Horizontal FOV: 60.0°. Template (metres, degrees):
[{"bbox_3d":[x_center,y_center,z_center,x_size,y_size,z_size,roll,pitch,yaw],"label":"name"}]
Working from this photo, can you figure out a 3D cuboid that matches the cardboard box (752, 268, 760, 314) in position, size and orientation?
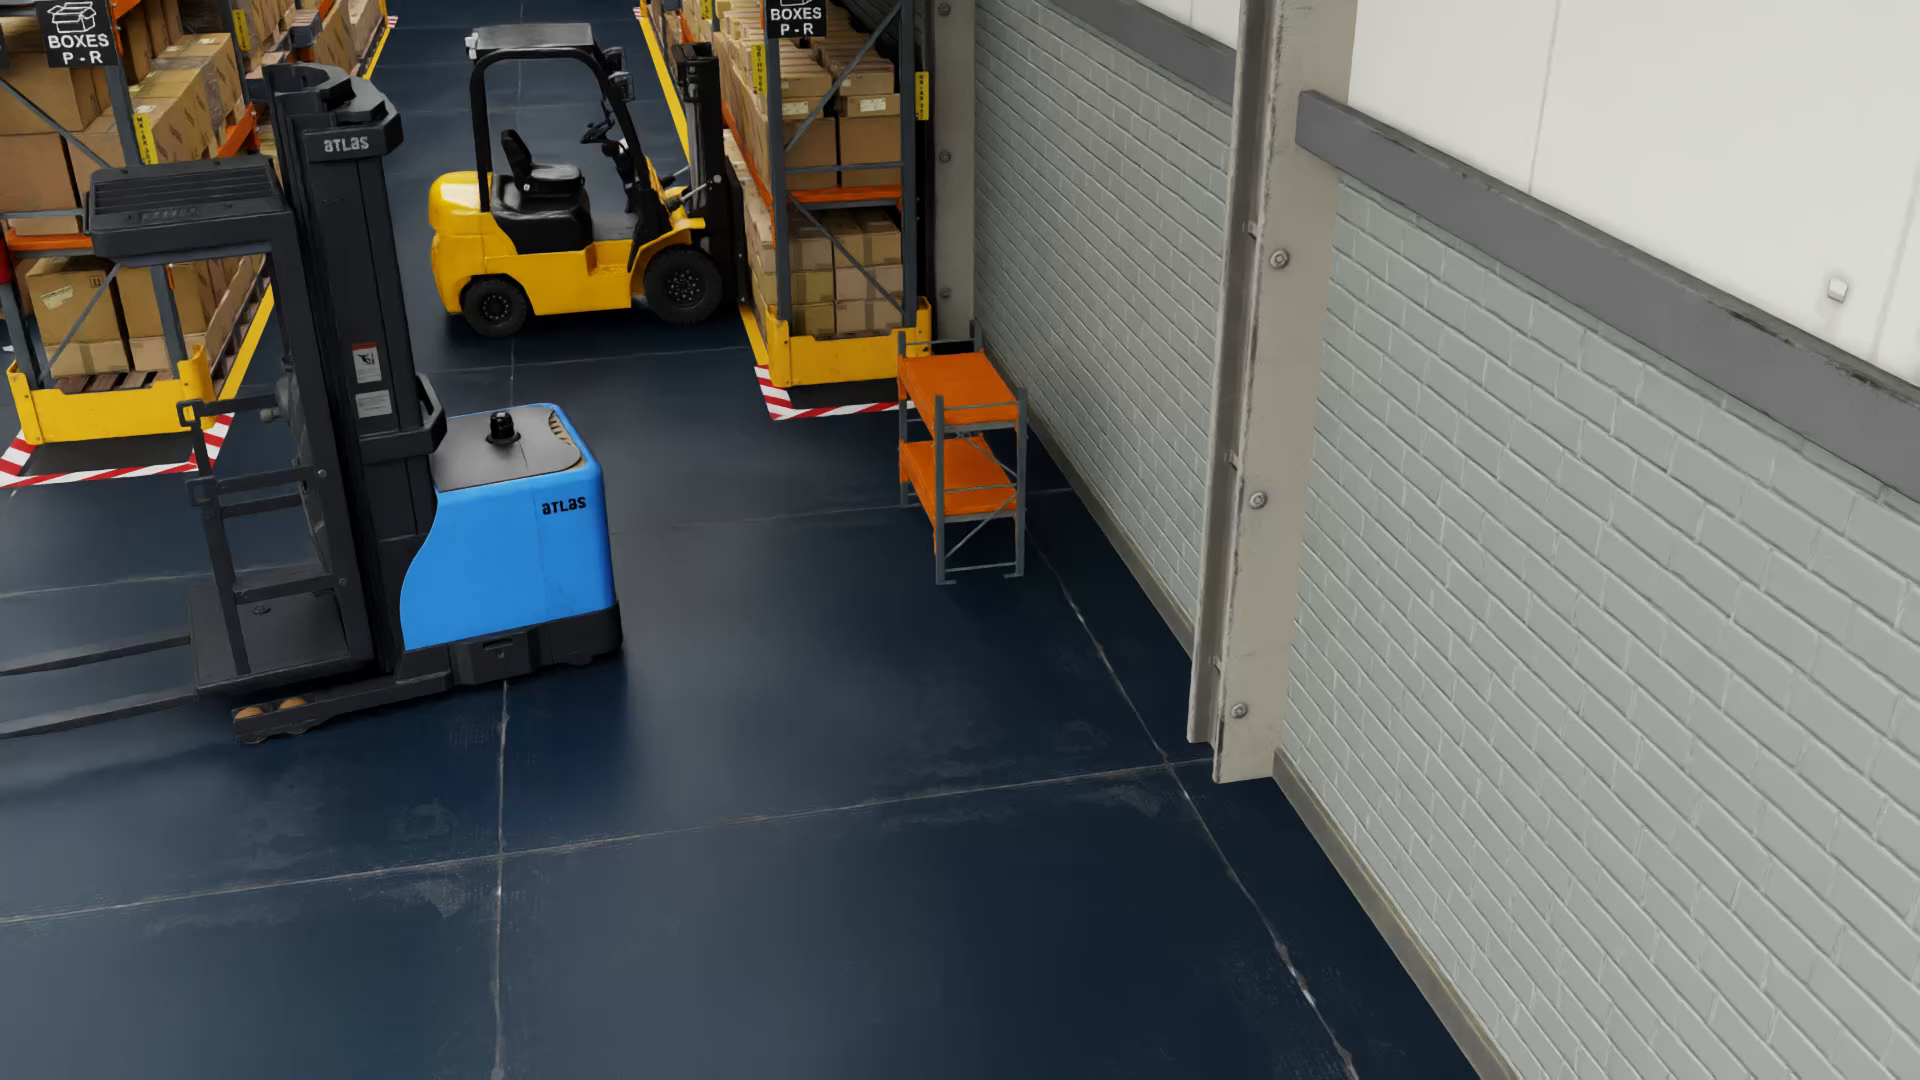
[{"bbox_3d":[-1.321,-1.924,12.819,0.500,0.250,0.500,-6,27,-12],"label":"cardboard box"}]

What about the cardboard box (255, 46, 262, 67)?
[{"bbox_3d":[-6.406,-4.282,14.717,0.380,0.149,0.250,-5,27,-11],"label":"cardboard box"}]

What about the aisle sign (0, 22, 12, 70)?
[{"bbox_3d":[-5.908,-3.169,9.814,0.394,0.787,0.004,-6,27,-12],"label":"aisle sign"}]

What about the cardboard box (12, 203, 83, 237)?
[{"bbox_3d":[-5.933,-2.095,10.851,0.380,0.149,0.250,-5,27,-10],"label":"cardboard box"}]

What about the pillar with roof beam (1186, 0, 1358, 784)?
[{"bbox_3d":[-2.926,-2.575,4.865,9.100,9.000,0.400,-6,27,-12],"label":"pillar with roof beam"}]

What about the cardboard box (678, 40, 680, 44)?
[{"bbox_3d":[-3.135,-5.768,20.157,0.500,0.500,0.500,-5,27,-9],"label":"cardboard box"}]

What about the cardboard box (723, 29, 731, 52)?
[{"bbox_3d":[-1.762,-4.153,13.819,0.380,0.149,0.250,-5,27,-10],"label":"cardboard box"}]

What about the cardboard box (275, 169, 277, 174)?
[{"bbox_3d":[-6.662,-3.065,14.945,0.950,0.372,0.625,-6,27,-11],"label":"cardboard box"}]

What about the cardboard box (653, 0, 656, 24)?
[{"bbox_3d":[-4.189,-7.767,24.117,0.500,0.500,0.500,-5,27,-11],"label":"cardboard box"}]

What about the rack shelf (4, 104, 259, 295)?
[{"bbox_3d":[-6.091,-2.622,12.414,1.077,0.370,4.000,-6,27,-12],"label":"rack shelf"}]

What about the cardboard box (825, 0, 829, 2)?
[{"bbox_3d":[-1.324,-4.570,14.314,0.380,0.149,0.250,-7,28,-13],"label":"cardboard box"}]

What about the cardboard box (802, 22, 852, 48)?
[{"bbox_3d":[-1.056,-4.004,13.194,0.380,0.149,0.250,-5,27,-10],"label":"cardboard box"}]

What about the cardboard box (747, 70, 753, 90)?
[{"bbox_3d":[-1.392,-3.480,12.486,0.380,0.149,0.250,-7,28,-13],"label":"cardboard box"}]

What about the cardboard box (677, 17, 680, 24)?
[{"bbox_3d":[-3.332,-6.448,20.785,0.380,0.149,0.250,-5,27,-10],"label":"cardboard box"}]

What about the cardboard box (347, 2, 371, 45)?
[{"bbox_3d":[-8.584,-7.056,22.778,0.875,0.438,0.875,-7,28,-13],"label":"cardboard box"}]

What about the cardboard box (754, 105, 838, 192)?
[{"bbox_3d":[-1.171,-2.805,11.867,0.500,0.500,0.500,-7,28,-13],"label":"cardboard box"}]

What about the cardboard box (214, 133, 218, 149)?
[{"bbox_3d":[-5.911,-3.038,12.718,0.380,0.149,0.250,-6,27,-13],"label":"cardboard box"}]

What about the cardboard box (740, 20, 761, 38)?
[{"bbox_3d":[-1.556,-4.066,13.316,0.380,0.149,0.250,-6,27,-12],"label":"cardboard box"}]

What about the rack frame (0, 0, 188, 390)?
[{"bbox_3d":[-5.640,-2.065,10.512,1.000,3.000,0.127,-6,27,-12],"label":"rack frame"}]

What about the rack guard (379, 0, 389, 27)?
[{"bbox_3d":[-9.251,-7.984,25.013,1.175,0.500,0.348,-6,27,-12],"label":"rack guard"}]

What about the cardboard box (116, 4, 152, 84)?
[{"bbox_3d":[-6.267,-3.560,11.924,0.700,0.500,0.500,-6,27,-12],"label":"cardboard box"}]

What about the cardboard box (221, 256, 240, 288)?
[{"bbox_3d":[-5.785,-2.202,12.538,0.500,0.500,0.500,-5,27,-11],"label":"cardboard box"}]

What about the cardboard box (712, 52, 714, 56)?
[{"bbox_3d":[-2.075,-4.454,15.413,0.500,0.250,0.500,-5,27,-10],"label":"cardboard box"}]

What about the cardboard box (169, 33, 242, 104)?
[{"bbox_3d":[-6.199,-3.829,13.565,0.500,0.500,0.500,-7,28,-13],"label":"cardboard box"}]

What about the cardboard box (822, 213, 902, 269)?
[{"bbox_3d":[-0.729,-2.207,12.270,0.500,0.250,0.500,-6,27,-12],"label":"cardboard box"}]

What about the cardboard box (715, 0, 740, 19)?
[{"bbox_3d":[-1.923,-4.624,14.421,0.380,0.149,0.250,-5,27,-11],"label":"cardboard box"}]

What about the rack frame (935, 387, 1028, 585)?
[{"bbox_3d":[0.113,-0.282,9.060,0.500,1.125,0.032,-6,27,-12],"label":"rack frame"}]

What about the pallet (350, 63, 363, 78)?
[{"bbox_3d":[-8.097,-5.757,20.922,1.003,0.211,1.213,-6,27,-12],"label":"pallet"}]

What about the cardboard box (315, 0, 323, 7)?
[{"bbox_3d":[-7.553,-6.205,18.881,0.500,0.250,0.500,-5,27,-10],"label":"cardboard box"}]

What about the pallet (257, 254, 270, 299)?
[{"bbox_3d":[-6.356,-2.285,14.043,1.003,0.211,1.213,-6,27,-12],"label":"pallet"}]

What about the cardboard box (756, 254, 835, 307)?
[{"bbox_3d":[-1.219,-1.936,12.287,0.500,0.250,0.500,-6,27,-12],"label":"cardboard box"}]

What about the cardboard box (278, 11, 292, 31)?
[{"bbox_3d":[-6.784,-5.085,16.309,0.380,0.149,0.250,-5,27,-11],"label":"cardboard box"}]

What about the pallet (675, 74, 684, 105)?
[{"bbox_3d":[-3.010,-5.704,20.817,1.003,0.211,1.213,-6,27,-12],"label":"pallet"}]

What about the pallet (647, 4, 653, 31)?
[{"bbox_3d":[-4.213,-7.966,25.299,1.003,0.211,1.213,-6,27,-12],"label":"pallet"}]

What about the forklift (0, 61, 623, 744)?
[{"bbox_3d":[-3.293,-0.620,7.725,3.031,2.935,1.130,-12,29,-22],"label":"forklift"}]

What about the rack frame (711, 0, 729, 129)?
[{"bbox_3d":[-1.706,-4.327,14.993,1.000,3.000,0.127,-6,27,-12],"label":"rack frame"}]

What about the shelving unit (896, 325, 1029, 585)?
[{"bbox_3d":[-0.002,-0.505,9.502,0.538,1.125,1.048,-6,27,-12],"label":"shelving unit"}]

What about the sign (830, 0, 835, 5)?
[{"bbox_3d":[-1.166,-4.806,14.893,0.100,0.325,0.005,-6,27,-12],"label":"sign"}]

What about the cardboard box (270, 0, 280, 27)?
[{"bbox_3d":[-6.705,-5.084,15.586,0.500,0.500,0.500,-7,28,-14],"label":"cardboard box"}]

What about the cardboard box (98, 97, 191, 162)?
[{"bbox_3d":[-5.596,-2.706,11.340,0.500,0.500,0.500,-5,27,-10],"label":"cardboard box"}]

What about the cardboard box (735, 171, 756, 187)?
[{"bbox_3d":[-1.563,-2.815,13.474,0.500,0.250,0.500,-7,28,-13],"label":"cardboard box"}]

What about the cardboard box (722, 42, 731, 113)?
[{"bbox_3d":[-1.727,-3.923,14.083,0.500,0.500,0.500,-5,27,-11],"label":"cardboard box"}]

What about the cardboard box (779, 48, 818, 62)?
[{"bbox_3d":[-1.246,-3.508,12.209,0.380,0.149,0.250,-6,27,-11],"label":"cardboard box"}]

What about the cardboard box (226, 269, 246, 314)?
[{"bbox_3d":[-5.795,-1.870,12.712,0.500,0.250,0.500,-4,27,-8],"label":"cardboard box"}]

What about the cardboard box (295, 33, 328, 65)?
[{"bbox_3d":[-7.518,-5.128,18.472,0.875,0.875,0.875,-6,27,-12],"label":"cardboard box"}]

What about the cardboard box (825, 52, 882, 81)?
[{"bbox_3d":[-0.772,-3.440,12.075,0.380,0.149,0.250,-5,27,-11],"label":"cardboard box"}]

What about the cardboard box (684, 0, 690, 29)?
[{"bbox_3d":[-2.637,-5.575,17.633,0.500,0.250,0.500,-7,28,-13],"label":"cardboard box"}]

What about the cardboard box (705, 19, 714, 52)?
[{"bbox_3d":[-2.066,-4.673,15.290,0.500,0.250,0.500,-7,28,-13],"label":"cardboard box"}]
